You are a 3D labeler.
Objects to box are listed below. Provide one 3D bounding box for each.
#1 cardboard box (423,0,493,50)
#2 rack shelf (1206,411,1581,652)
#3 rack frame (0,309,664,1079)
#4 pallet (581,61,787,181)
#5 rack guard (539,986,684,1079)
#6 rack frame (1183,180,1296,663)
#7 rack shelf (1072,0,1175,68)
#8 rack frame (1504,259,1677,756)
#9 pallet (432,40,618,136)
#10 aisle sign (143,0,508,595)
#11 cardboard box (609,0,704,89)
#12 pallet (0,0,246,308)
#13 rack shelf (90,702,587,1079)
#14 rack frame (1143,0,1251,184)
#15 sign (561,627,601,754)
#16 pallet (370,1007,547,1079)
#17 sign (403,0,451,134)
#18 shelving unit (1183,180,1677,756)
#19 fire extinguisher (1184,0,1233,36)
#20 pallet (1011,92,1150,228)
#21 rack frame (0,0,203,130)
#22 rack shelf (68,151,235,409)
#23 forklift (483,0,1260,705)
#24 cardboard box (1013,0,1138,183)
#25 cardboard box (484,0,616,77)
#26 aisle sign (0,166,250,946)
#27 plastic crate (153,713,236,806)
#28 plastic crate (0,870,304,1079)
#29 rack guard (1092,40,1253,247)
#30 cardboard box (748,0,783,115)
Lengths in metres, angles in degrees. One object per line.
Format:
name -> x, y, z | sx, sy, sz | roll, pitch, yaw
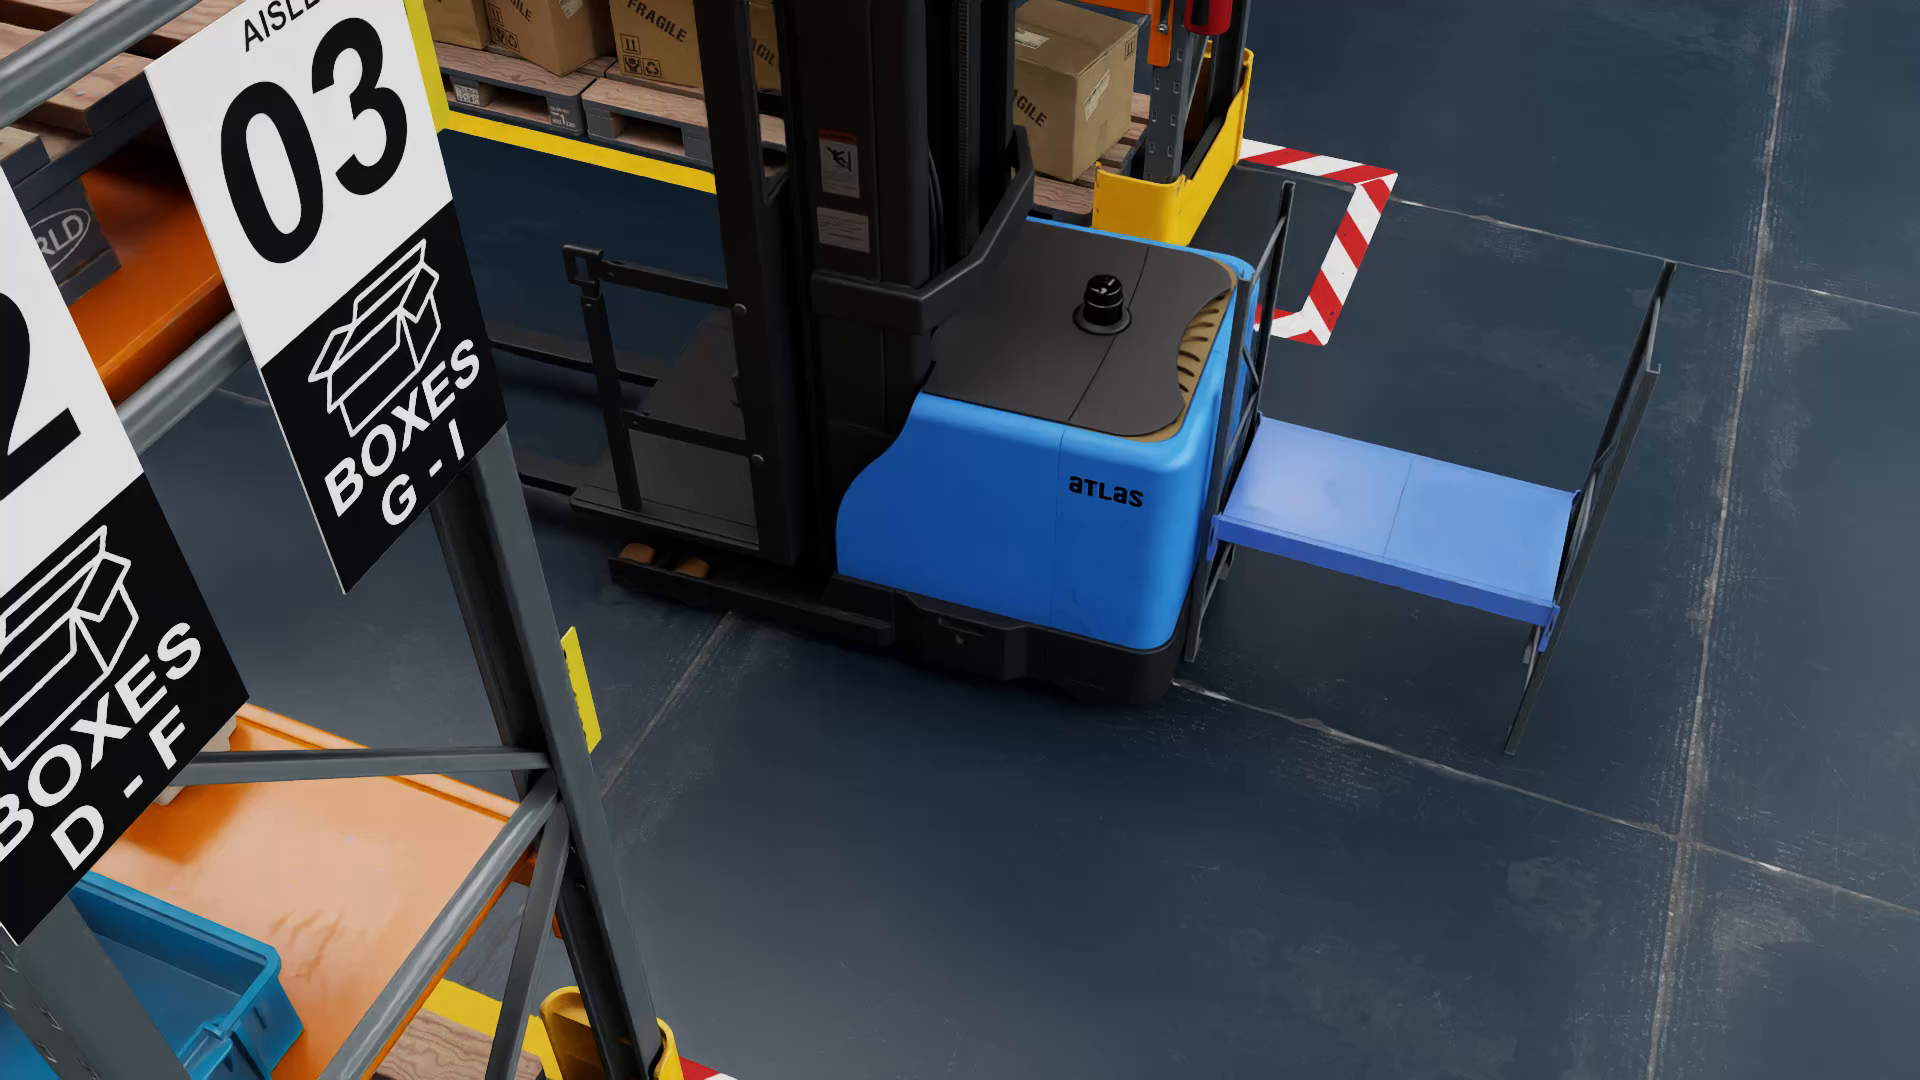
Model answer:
cardboard box -> -2.372, -2.679, 7.790 | 0.500, 0.500, 0.500 | 15, 47, 15
rack shelf -> 1.299, -0.043, 4.985 | 1.000, 0.185, 0.538 | 16, 47, 15
rack frame -> -0.941, 0.760, 2.860 | 0.127, 3.000, 1.000 | 16, 47, 16
pallet -> -0.963, -2.073, 7.684 | 1.213, 0.211, 1.003 | 16, 47, 16
rack guard -> -1.030, 1.656, 3.732 | 0.348, 0.500, 1.175 | 16, 47, 16
rack frame -> 0.827, -0.303, 4.991 | 0.032, 1.500, 0.500 | 16, 47, 15
rack shelf -> -0.880, -2.753, 6.900 | 4.000, 0.370, 1.077 | 16, 47, 16
rack frame -> 1.772, -0.038, 4.725 | 0.032, 1.500, 0.500 | 16, 47, 15
pallet -> -2.093, -2.403, 8.015 | 1.213, 0.211, 1.003 | 16, 47, 16
aisle sign -> -0.762, -0.333, 2.115 | 0.004, 0.787, 0.394 | 16, 47, 16
cardboard box -> -1.238, -2.411, 7.521 | 0.500, 0.500, 0.500 | 13, 46, 12
pallet -> -1.667, -0.525, 2.158 | 1.213, 0.211, 1.003 | 16, 47, 16
rack shelf -> -2.787, 0.471, 3.660 | 4.000, 0.370, 1.077 | 16, 47, 16
rack frame -> 0.966, -2.465, 6.100 | 0.127, 3.000, 1.000 | 16, 47, 16
sign -> -0.725, 0.304, 3.121 | 0.005, 0.325, 0.100 | 16, 47, 16
pallet -> -1.777, 1.534, 4.059 | 1.213, 0.211, 1.003 | 16, 47, 16
sign -> -0.725, -0.664, 2.158 | 0.005, 0.325, 0.100 | 16, 47, 16
shelving unit -> 1.299, -0.170, 4.858 | 1.048, 1.500, 0.538 | 16, 47, 15
fire extinguisher -> 0.894, -2.106, 5.795 | 0.183, 0.674, 0.296 | 16, 47, 16
pallet -> 0.159, -1.740, 7.350 | 1.213, 0.211, 1.003 | 16, 47, 16
rack frame -> -0.941, -1.367, 0.744 | 0.127, 3.000, 1.000 | 16, 47, 16
rack shelf -> -2.787, -0.592, 2.602 | 4.000, 0.370, 1.077 | 16, 47, 16
forklift -> -0.642, -1.159, 4.836 | 3.031, 2.935, 1.130 | 14, 46, 13
cardboard box -> 0.396, -1.908, 7.015 | 0.500, 0.500, 0.500 | 25, 50, 23
cardboard box -> -1.841, -2.528, 7.639 | 0.500, 0.500, 0.500 | 32, 53, 28
aisle sign -> -0.989, 0.051, 1.729 | 0.004, 0.787, 0.394 | 16, 47, 16
plastic crate -> -1.643, 0.401, 3.408 | 0.250, 0.136, 0.298 | 16, 47, 16
plastic crate -> -1.518, 0.871, 2.853 | 0.616, 0.251, 0.499 | 16, 47, 16
rack guard -> 0.895, -1.599, 7.003 | 0.348, 0.500, 1.175 | 16, 47, 16
cardboard box -> -0.740, -2.230, 7.339 | 0.500, 0.500, 0.500 | 21, 48, 19
